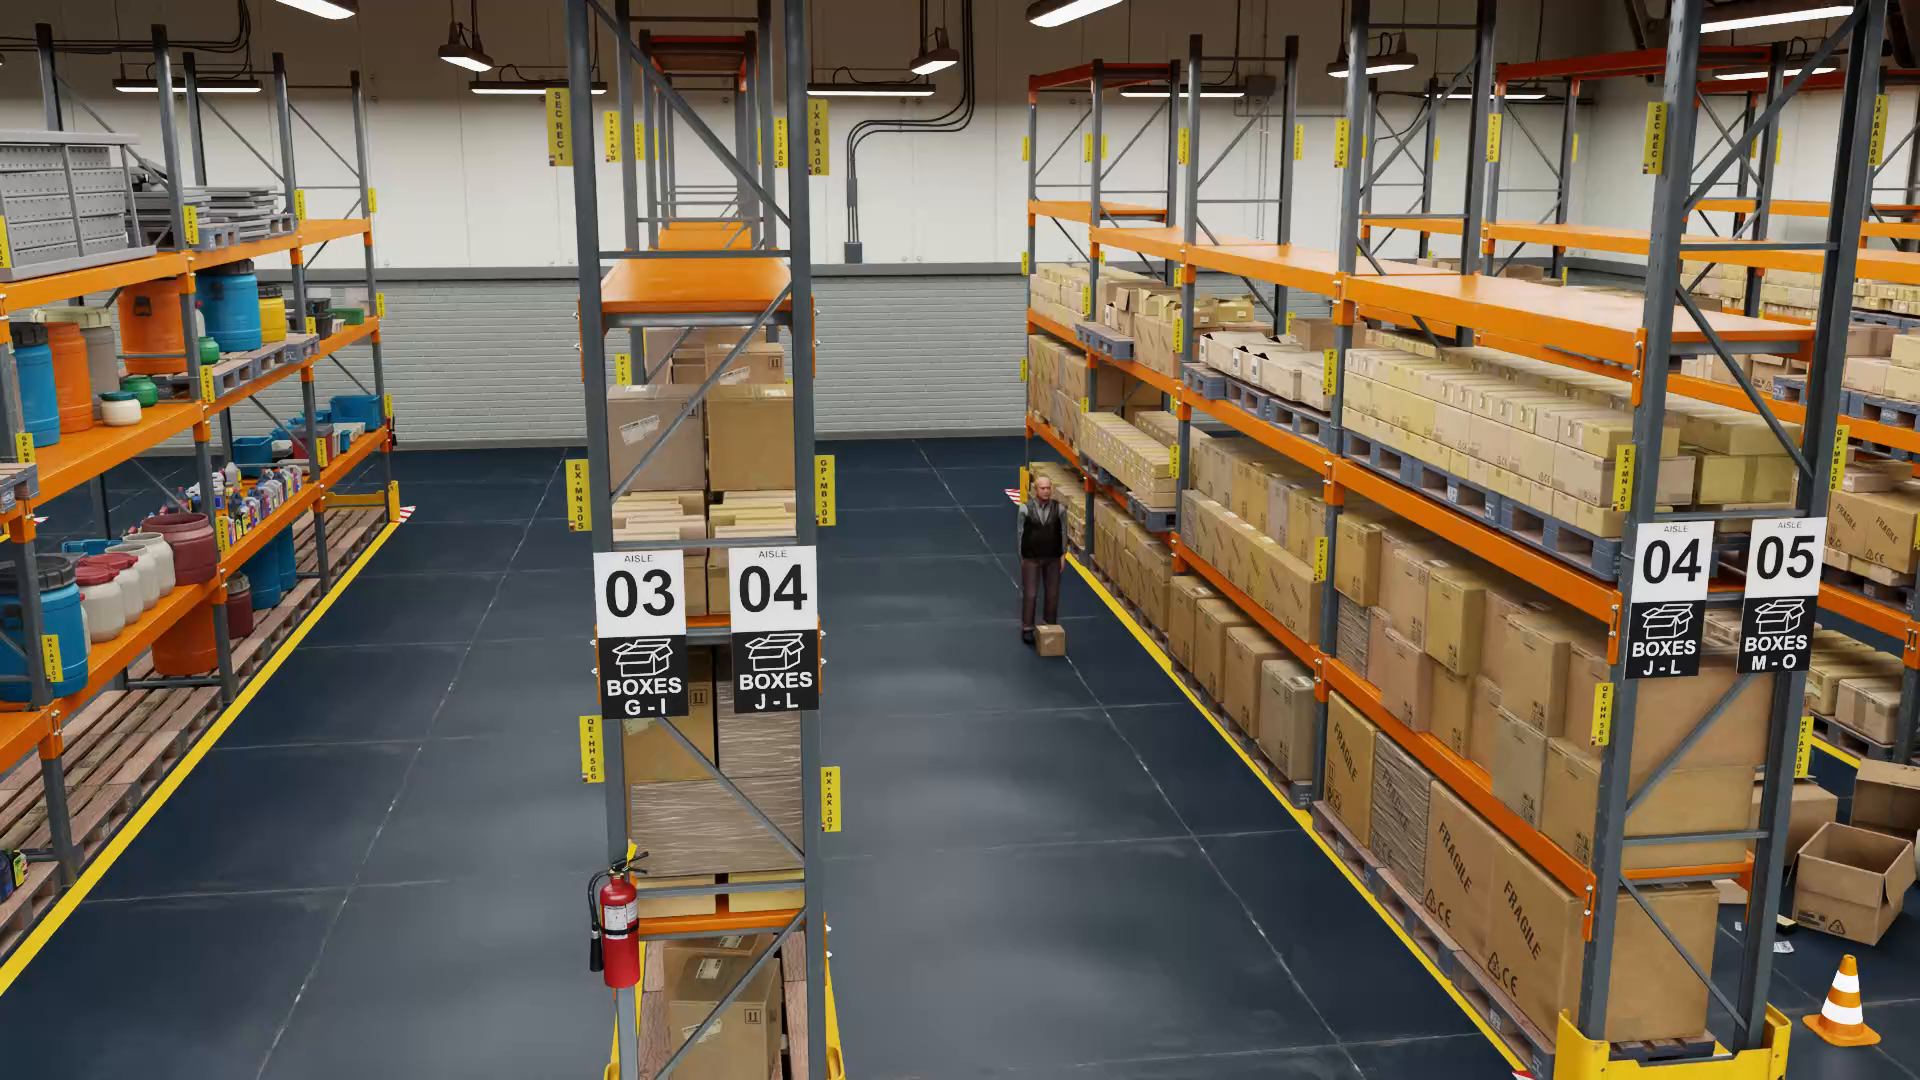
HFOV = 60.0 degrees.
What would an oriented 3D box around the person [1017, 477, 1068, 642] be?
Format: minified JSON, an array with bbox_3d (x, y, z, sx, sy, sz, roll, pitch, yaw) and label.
[{"bbox_3d":[0.856,0.246,17.198,0.532,1.633,0.357,-2,13,-7],"label":"person"}]
